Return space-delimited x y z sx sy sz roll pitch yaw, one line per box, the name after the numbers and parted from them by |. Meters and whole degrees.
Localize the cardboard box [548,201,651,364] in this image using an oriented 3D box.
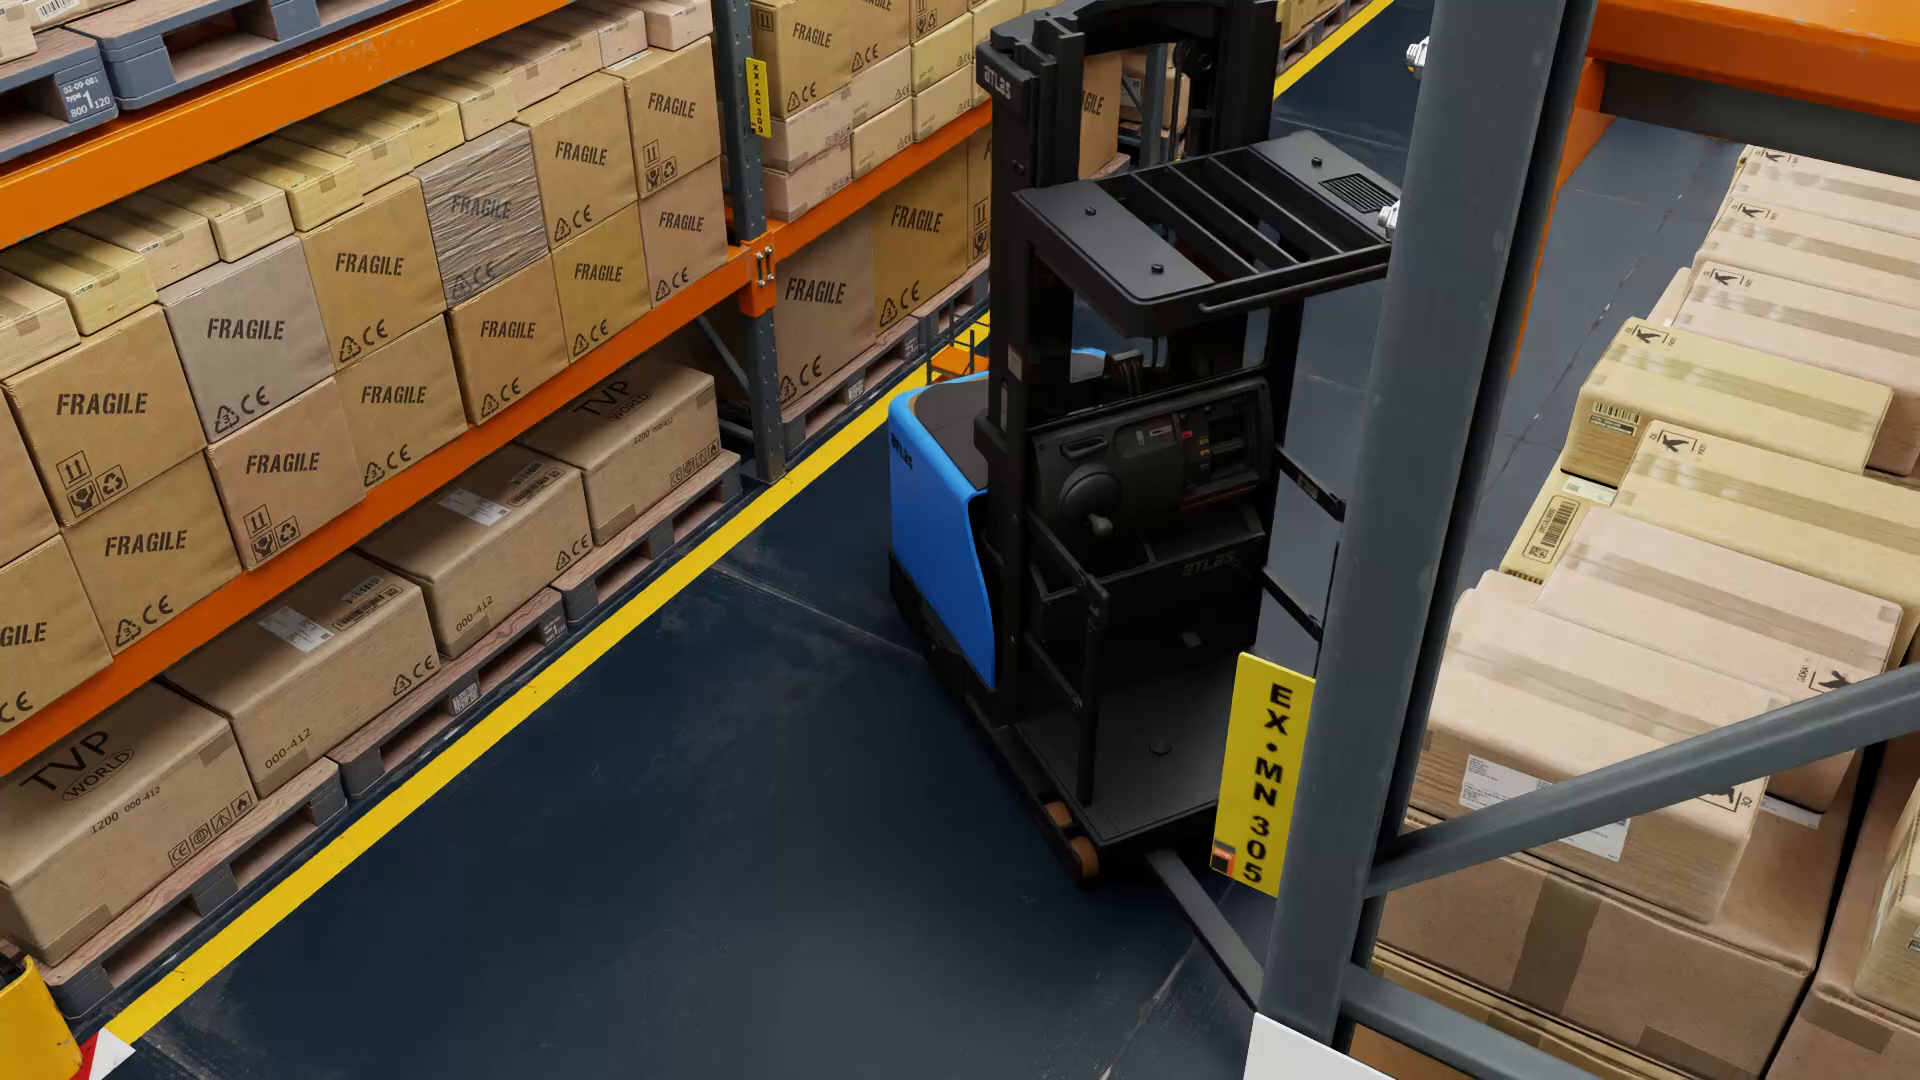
-1.609 -1.089 6.624 0.500 0.500 0.500 20 42 24 | cardboard box

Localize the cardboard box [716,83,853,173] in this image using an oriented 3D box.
-0.832 -1.912 7.487 0.500 0.250 0.500 20 42 24 | cardboard box

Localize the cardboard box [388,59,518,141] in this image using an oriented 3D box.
-1.801 -1.566 5.892 0.380 0.149 0.250 21 42 25 | cardboard box

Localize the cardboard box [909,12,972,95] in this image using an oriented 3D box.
-0.283 -2.442 8.174 0.500 0.250 0.500 22 43 26 | cardboard box

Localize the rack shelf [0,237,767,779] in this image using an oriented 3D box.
-2.377 -0.323 6.302 1.077 0.370 4.000 21 42 25 | rack shelf

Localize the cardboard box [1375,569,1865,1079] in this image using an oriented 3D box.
0.817 0.343 2.105 0.500 0.250 0.500 20 42 24 | cardboard box

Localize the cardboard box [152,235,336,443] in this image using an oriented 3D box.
-2.411 -0.704 5.305 0.500 0.500 0.500 21 42 25 | cardboard box

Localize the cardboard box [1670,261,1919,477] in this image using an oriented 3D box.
1.304 -0.272 2.576 0.380 0.149 0.250 20 42 24 | cardboard box

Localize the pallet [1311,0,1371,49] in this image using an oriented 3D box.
2.565 -4.257 13.100 1.003 0.211 1.213 21 42 25 | pallet

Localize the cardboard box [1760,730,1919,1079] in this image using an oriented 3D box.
1.245 0.517 1.879 0.500 0.250 0.500 22 43 26 | cardboard box

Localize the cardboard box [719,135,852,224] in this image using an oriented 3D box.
-0.847 -1.720 7.648 0.500 0.250 0.500 20 42 24 | cardboard box

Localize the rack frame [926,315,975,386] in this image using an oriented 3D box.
-0.041 -0.435 7.332 0.240 1.200 0.006 21 42 25 | rack frame

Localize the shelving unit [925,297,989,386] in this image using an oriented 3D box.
0.008 -0.483 7.393 0.258 1.200 0.189 21 42 25 | shelving unit

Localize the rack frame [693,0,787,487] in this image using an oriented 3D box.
-1.305 -1.639 7.420 1.000 3.000 0.127 21 42 25 | rack frame

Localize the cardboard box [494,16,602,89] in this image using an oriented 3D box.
-1.576 -1.843 6.252 0.380 0.149 0.250 21 42 25 | cardboard box

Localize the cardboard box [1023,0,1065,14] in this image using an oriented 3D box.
0.264 -2.971 8.860 0.500 0.250 0.500 20 42 24 | cardboard box

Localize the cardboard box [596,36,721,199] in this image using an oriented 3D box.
-1.325 -1.741 6.651 0.500 0.500 0.500 21 42 25 | cardboard box

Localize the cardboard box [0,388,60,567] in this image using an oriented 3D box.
-2.951 -0.167 4.609 0.500 0.500 0.500 20 42 24 | cardboard box

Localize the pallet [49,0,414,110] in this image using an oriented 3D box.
-2.407 -1.747 5.176 1.003 0.211 1.213 21 42 25 | pallet

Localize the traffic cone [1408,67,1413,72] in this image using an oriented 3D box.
3.498 -3.662 12.121 0.336 0.463 0.334 21 42 25 | traffic cone

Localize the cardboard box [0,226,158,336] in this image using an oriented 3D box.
-2.582 -0.759 4.845 0.380 0.149 0.250 20 42 24 | cardboard box

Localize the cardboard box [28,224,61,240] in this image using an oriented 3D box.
-2.873 -1.047 5.220 0.380 0.149 0.250 21 42 25 | cardboard box

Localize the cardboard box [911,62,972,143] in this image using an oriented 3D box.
-0.283 -2.247 8.330 0.500 0.250 0.500 21 42 25 | cardboard box

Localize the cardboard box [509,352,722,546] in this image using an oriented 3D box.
-1.732 -0.502 7.699 0.875 0.438 0.875 21 42 24 | cardboard box

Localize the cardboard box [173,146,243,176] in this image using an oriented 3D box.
-2.631 -1.325 5.580 0.380 0.149 0.250 23 43 26 | cardboard box

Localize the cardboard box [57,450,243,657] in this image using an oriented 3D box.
-2.701 -0.040 5.263 0.500 0.500 0.500 21 42 25 | cardboard box

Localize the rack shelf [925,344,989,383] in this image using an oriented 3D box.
0.008 -0.733 7.201 0.258 0.103 0.180 21 42 25 | rack shelf

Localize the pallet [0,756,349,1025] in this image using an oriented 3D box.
-3.086 1.089 6.164 1.003 0.211 1.213 21 42 25 | pallet

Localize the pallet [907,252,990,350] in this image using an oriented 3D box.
-0.303 -1.589 9.638 1.003 0.211 1.213 21 42 25 | pallet

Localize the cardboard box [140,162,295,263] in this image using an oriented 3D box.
-2.317 -1.026 5.192 0.380 0.149 0.250 22 43 26 | cardboard box

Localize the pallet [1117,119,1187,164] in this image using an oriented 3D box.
1.258 -2.999 11.468 1.003 0.211 1.213 21 42 25 | pallet

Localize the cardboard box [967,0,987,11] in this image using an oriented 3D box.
-0.035 -3.005 8.291 0.500 0.500 0.500 20 42 24 | cardboard box

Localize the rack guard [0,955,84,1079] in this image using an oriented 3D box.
-3.461 1.425 5.492 1.175 0.500 0.348 21 42 25 | rack guard

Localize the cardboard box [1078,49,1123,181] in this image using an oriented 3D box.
0.397 -2.697 10.188 0.875 0.875 0.875 21 42 25 | cardboard box

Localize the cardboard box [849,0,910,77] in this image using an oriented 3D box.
-0.578 -2.479 7.608 0.500 0.500 0.500 21 42 25 | cardboard box

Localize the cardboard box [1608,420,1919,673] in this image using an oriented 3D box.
1.067 0.010 2.210 0.380 0.149 0.250 20 42 24 | cardboard box

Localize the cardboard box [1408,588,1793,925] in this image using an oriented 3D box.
0.715 0.238 1.914 0.380 0.149 0.250 21 42 25 | cardboard box

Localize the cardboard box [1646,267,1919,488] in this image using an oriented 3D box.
1.367 -0.185 2.789 0.500 0.250 0.500 22 43 26 | cardboard box

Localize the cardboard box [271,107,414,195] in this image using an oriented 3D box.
-2.059 -1.299 5.546 0.380 0.149 0.250 21 42 25 | cardboard box

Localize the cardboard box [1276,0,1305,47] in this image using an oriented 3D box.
1.948 -3.887 12.144 0.950 0.372 0.625 23 43 27 | cardboard box

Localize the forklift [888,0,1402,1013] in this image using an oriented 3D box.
0.776 -0.214 5.626 1.130 2.935 3.031 -16 40 -20 | forklift

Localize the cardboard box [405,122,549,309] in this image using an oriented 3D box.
-1.869 -1.217 5.971 0.500 0.500 0.500 22 43 26 | cardboard box

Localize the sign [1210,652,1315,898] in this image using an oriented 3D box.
0.328 0.259 1.775 0.100 0.325 0.005 21 42 25 | sign

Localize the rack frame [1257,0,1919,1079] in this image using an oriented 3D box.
0.785 -0.386 0.880 1.000 3.000 0.127 21 42 25 | rack frame

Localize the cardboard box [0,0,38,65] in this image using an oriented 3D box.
-2.671 -1.357 4.377 0.380 0.149 0.250 23 43 27 | cardboard box

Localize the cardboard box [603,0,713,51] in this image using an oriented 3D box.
-1.202 -2.069 6.545 0.380 0.149 0.250 20 42 24 | cardboard box

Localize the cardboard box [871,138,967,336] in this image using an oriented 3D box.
-0.563 -1.778 8.996 0.875 0.875 0.875 22 43 26 | cardboard box

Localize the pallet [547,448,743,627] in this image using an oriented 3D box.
-1.779 -0.168 7.796 1.003 0.211 1.213 21 42 25 | pallet

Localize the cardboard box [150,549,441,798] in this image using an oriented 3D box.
-2.696 0.424 6.498 0.875 0.438 0.875 22 43 26 | cardboard box

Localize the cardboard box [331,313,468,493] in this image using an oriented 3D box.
-2.159 -0.560 5.938 0.500 0.500 0.500 23 43 27 | cardboard box

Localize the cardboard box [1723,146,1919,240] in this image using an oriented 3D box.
1.558 -0.548 2.934 0.380 0.149 0.250 20 42 24 | cardboard box

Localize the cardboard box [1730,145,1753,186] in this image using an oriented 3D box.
1.916 -0.719 3.482 0.500 0.250 0.500 22 43 26 | cardboard box
